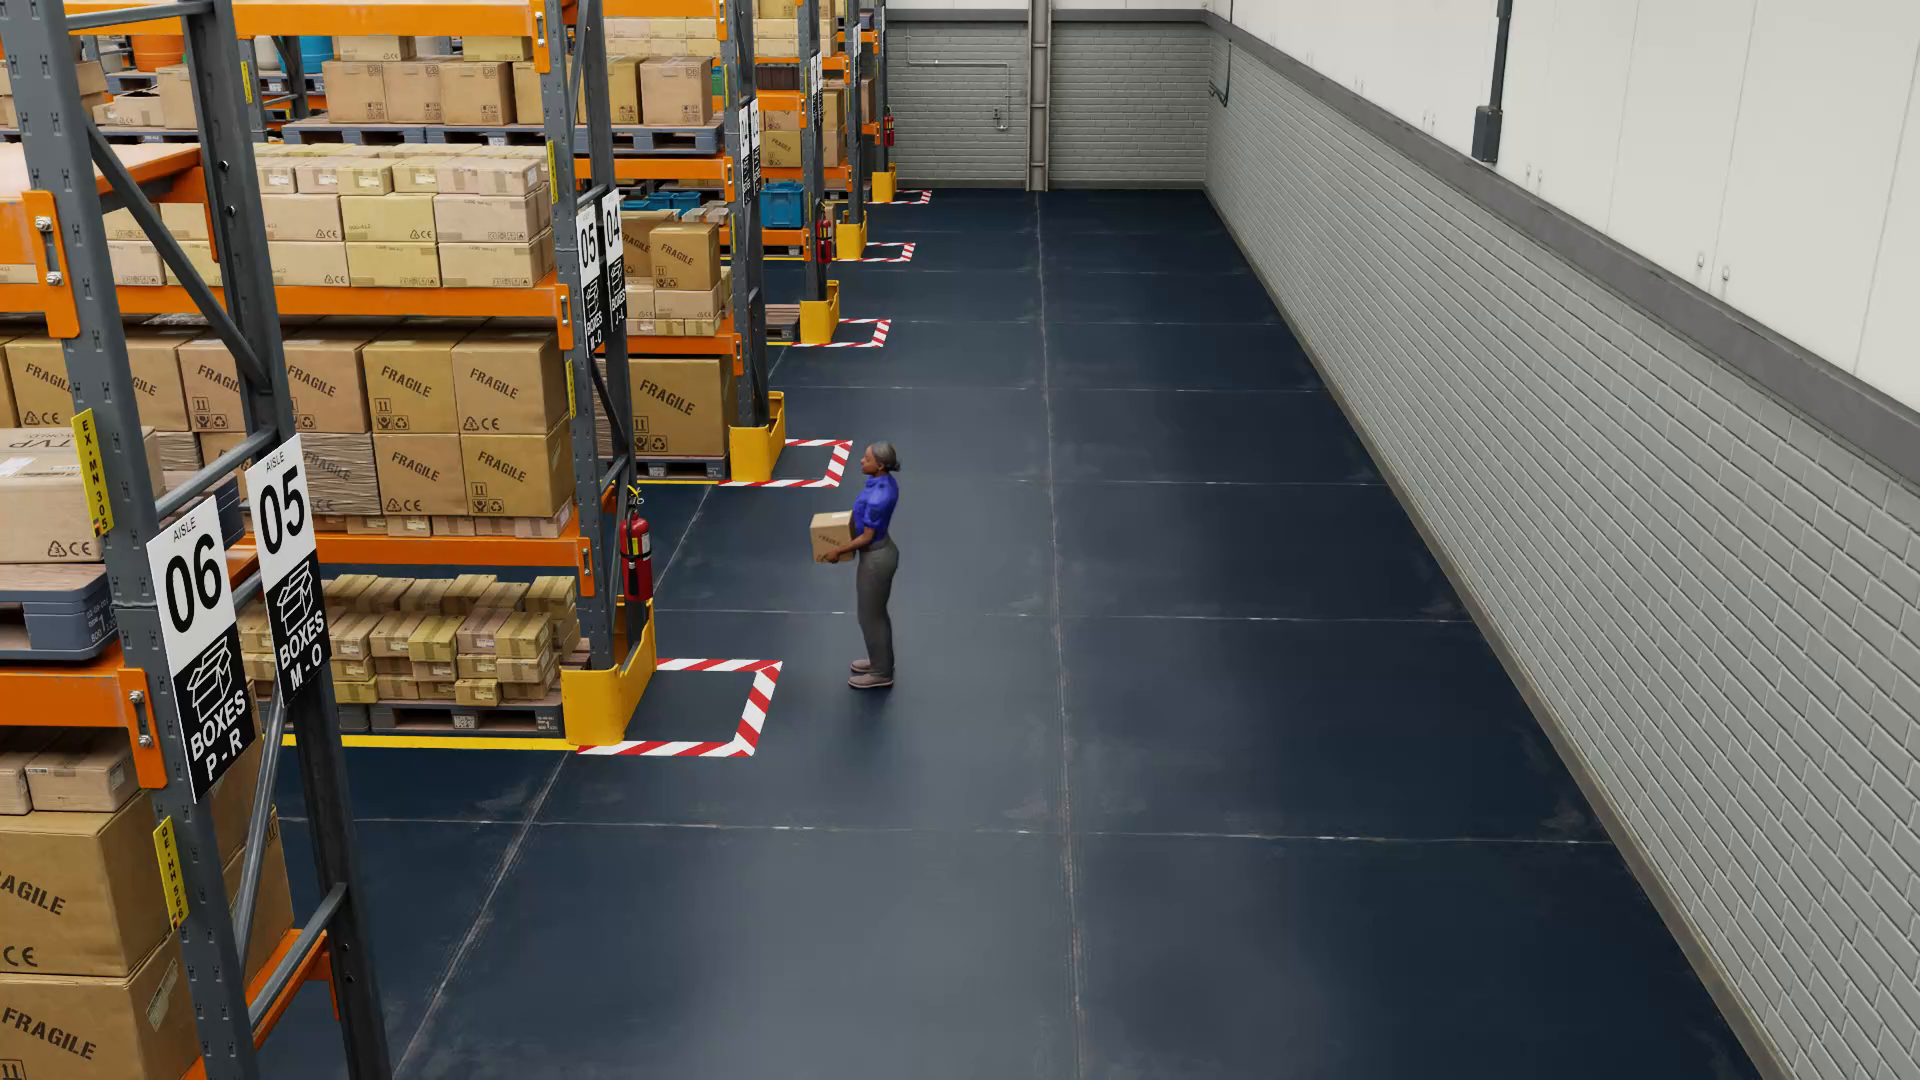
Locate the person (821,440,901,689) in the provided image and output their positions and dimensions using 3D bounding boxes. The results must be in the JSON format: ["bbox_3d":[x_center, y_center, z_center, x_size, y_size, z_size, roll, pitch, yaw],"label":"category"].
[{"bbox_3d":[-0.629,0.144,10.718,0.512,1.649,0.452,1,21,2],"label":"person"}]
